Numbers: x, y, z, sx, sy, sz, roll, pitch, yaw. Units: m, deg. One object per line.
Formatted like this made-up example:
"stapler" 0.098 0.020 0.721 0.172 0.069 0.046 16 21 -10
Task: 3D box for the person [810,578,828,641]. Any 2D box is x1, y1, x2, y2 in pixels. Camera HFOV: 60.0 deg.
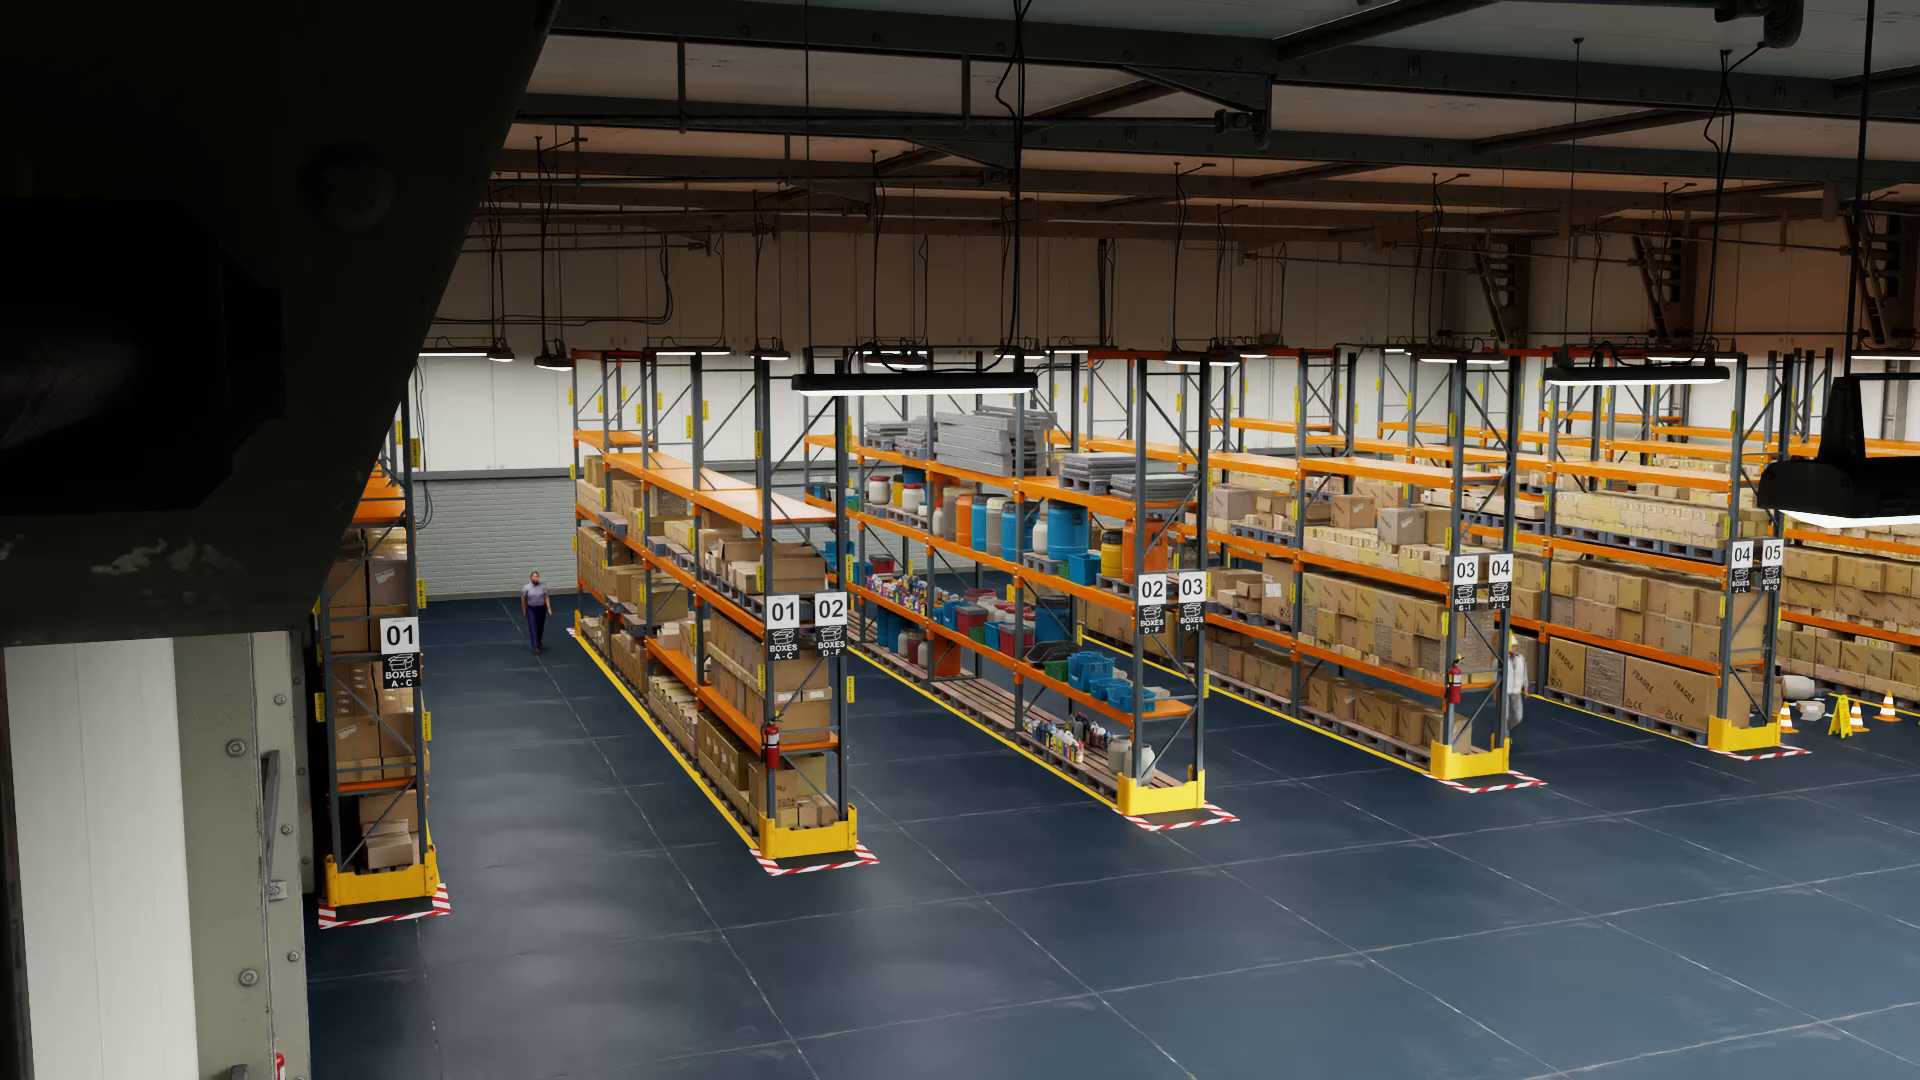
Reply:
"person" -2.933 1.346 33.085 0.575 1.776 0.962 1 7 9

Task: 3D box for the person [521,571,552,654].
"person" -8.453 1.407 33.170 0.545 1.588 1.034 -3 8 -23

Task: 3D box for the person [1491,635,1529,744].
"person" 8.396 2.302 25.501 0.631 1.759 0.505 -1 7 -7

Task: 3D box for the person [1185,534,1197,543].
"person" 6.257 -0.051 44.211 0.582 1.731 1.048 2 7 14
